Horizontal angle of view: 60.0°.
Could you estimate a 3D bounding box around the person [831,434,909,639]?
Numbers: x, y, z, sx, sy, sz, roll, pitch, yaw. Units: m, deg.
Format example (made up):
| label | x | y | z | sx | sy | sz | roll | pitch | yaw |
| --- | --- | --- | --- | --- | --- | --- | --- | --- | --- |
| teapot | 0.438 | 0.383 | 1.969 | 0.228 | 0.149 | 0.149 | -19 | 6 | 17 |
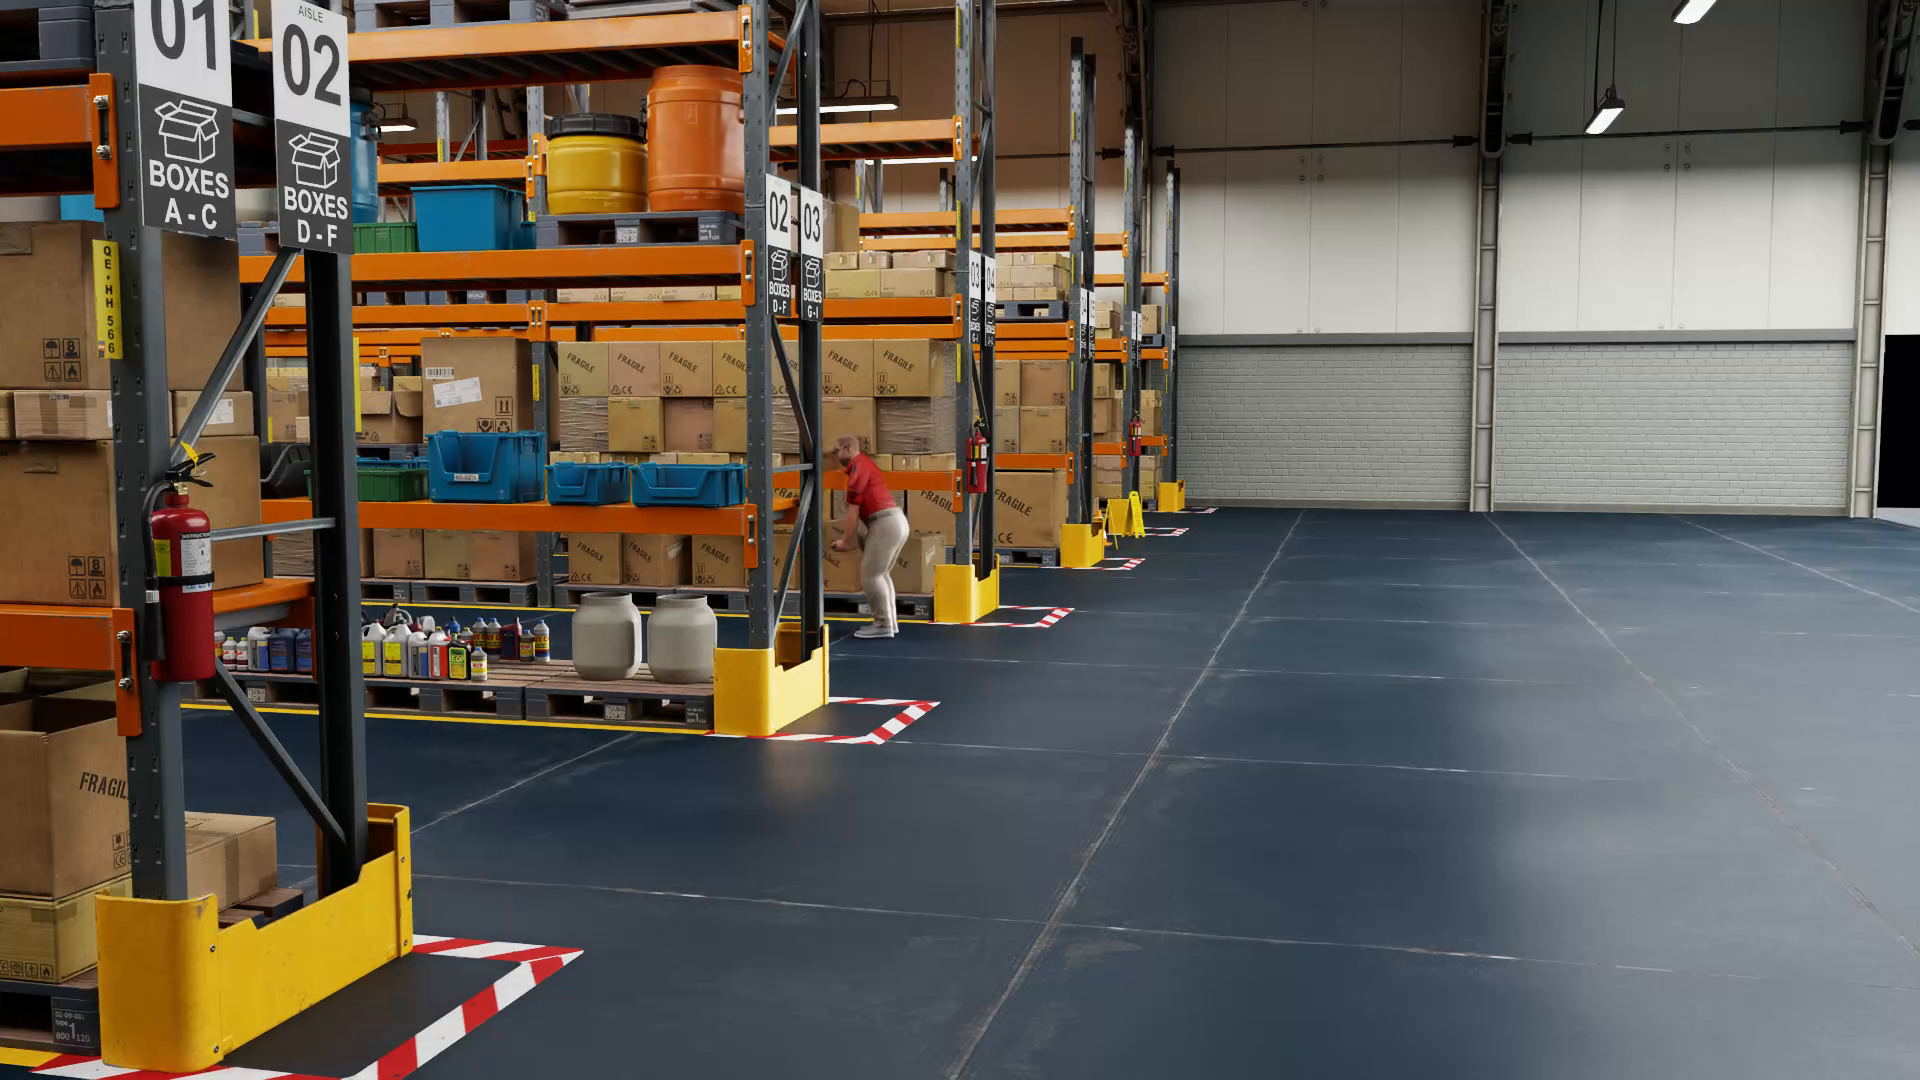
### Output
| label | x | y | z | sx | sy | sz | roll | pitch | yaw |
| --- | --- | --- | --- | --- | --- | --- | --- | --- | --- |
| person | -0.749 | -0.036 | 13.531 | 0.569 | 1.656 | 0.469 | 1 | 5 | 13 |
